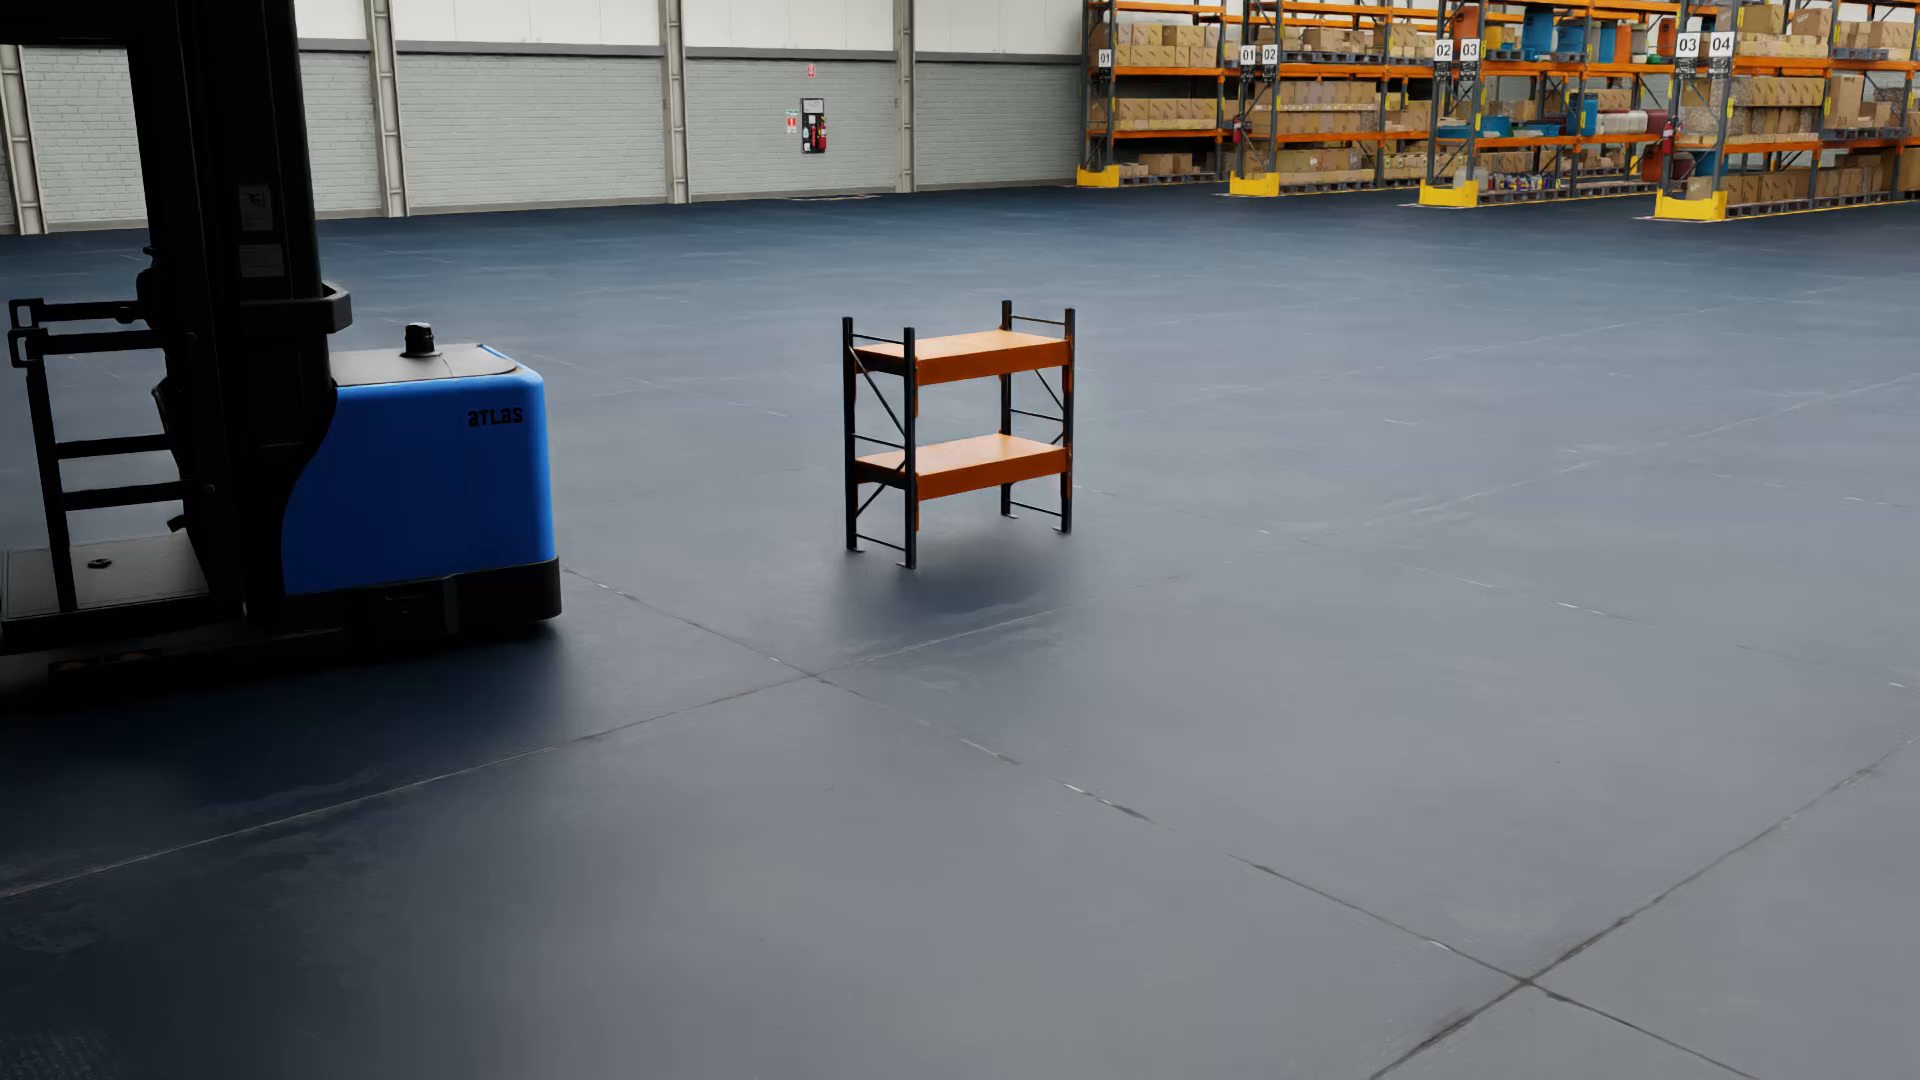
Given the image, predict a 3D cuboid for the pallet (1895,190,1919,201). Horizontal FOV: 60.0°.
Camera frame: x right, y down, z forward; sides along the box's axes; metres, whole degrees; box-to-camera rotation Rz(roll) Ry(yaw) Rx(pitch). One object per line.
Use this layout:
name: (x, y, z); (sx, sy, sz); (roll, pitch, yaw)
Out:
pallet: (19.751, -7.358, 35.386); (1.213, 0.211, 1.003); (-13, 19, -39)

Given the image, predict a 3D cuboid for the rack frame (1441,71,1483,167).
rack frame: (12.607, -10.515, 41.804); (0.127, 3.000, 1.000); (-13, 19, -39)

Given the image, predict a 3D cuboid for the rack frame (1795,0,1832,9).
rack frame: (21.890, -13.804, 42.491); (0.127, 3.000, 1.000); (-13, 19, -39)

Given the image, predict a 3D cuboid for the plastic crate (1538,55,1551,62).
plastic crate: (11.892, -9.844, 33.989); (0.396, 0.136, 0.243); (-13, 19, -39)

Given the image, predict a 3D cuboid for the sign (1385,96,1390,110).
sign: (9.954, -10.186, 38.741); (0.005, 0.325, 0.100); (-13, 19, -39)

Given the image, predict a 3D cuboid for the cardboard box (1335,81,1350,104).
cardboard box: (8.500, -10.266, 38.162); (0.500, 0.500, 0.700); (-13, 20, -39)

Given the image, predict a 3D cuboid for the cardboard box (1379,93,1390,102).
cardboard box: (11.793, -12.507, 46.998); (0.500, 0.250, 0.500); (-12, 19, -38)

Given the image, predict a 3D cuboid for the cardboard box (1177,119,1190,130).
cardboard box: (5.425, -10.428, 41.730); (0.500, 0.250, 0.500); (-13, 20, -40)

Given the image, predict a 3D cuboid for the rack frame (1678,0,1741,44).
rack frame: (13.072, -10.129, 28.733); (0.127, 3.000, 1.000); (-13, 19, -39)

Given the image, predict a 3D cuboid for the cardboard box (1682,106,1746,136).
cardboard box: (13.504, -7.511, 29.785); (0.500, 0.500, 0.875); (-13, 19, -39)

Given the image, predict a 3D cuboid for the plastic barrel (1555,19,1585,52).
plastic barrel: (13.079, -10.692, 35.683); (0.708, 0.901, 0.600); (-13, 19, -39)

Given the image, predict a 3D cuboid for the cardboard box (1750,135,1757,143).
cardboard box: (14.211, -7.277, 30.166); (0.250, 0.149, 0.380); (-13, 19, -39)

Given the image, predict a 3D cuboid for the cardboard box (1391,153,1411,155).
cardboard box: (10.854, -9.365, 40.926); (0.500, 0.311, 0.500); (-13, 20, -40)

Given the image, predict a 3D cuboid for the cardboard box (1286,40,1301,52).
cardboard box: (7.267, -11.054, 37.213); (0.500, 0.250, 0.500); (-13, 19, -39)

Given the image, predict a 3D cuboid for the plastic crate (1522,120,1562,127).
plastic crate: (12.359, -8.779, 35.423); (0.504, 0.338, 0.767); (-13, 19, -39)

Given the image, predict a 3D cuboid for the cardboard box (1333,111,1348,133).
cardboard box: (8.484, -9.635, 38.313); (0.500, 0.500, 0.700); (-12, 19, -39)

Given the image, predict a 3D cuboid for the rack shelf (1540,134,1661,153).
rack shelf: (14.347, -8.864, 37.016); (4.000, 0.370, 1.077); (-13, 19, -39)

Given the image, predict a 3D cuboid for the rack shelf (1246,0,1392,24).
rack shelf: (8.080, -11.856, 37.369); (4.000, 0.370, 1.077); (-13, 19, -39)

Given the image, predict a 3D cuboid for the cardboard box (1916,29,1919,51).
cardboard box: (19.519, -10.405, 34.566); (0.637, 0.503, 0.797); (-11, 19, -36)

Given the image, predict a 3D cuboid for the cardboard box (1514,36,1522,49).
cardboard box: (14.191, -12.644, 42.760); (0.600, 0.600, 0.600); (-14, 20, -41)

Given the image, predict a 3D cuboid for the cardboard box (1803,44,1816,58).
cardboard box: (15.516, -9.071, 30.874); (0.500, 0.250, 0.500); (-12, 19, -38)

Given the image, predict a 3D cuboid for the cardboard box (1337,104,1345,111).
cardboard box: (8.566, -9.897, 38.037); (0.250, 0.149, 0.380); (-12, 19, -38)

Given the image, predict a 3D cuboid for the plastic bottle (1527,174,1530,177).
plastic bottle: (12.310, -7.798, 36.067); (0.097, 0.271, 0.097); (0, 15, 0)

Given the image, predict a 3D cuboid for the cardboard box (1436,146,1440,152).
cardboard box: (13.771, -11.429, 49.257); (0.500, 0.500, 0.700); (-12, 19, -38)

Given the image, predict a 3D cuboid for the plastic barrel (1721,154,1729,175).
plastic barrel: (18.451, -9.328, 40.612); (0.708, 0.901, 0.600); (-13, 19, -39)

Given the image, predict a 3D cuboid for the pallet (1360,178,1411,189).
pallet: (10.119, -8.623, 40.122); (1.213, 0.211, 1.003); (-13, 19, -39)

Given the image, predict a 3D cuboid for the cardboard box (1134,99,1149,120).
cardboard box: (4.254, -10.527, 40.648); (0.500, 0.500, 0.500); (-13, 19, -39)

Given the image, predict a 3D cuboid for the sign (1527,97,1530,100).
sign: (15.262, -11.715, 44.619); (0.005, 0.325, 0.100); (-13, 19, -39)

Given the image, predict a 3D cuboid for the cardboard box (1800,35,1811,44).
cardboard box: (15.448, -9.228, 30.690); (0.250, 0.149, 0.380); (-13, 20, -41)

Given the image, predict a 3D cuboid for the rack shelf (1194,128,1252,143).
rack shelf: (7.843, -10.793, 44.236); (4.000, 0.370, 1.077); (-13, 19, -39)

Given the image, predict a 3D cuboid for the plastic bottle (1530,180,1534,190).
plastic bottle: (11.956, -7.429, 34.819); (0.097, 0.201, 0.097); (0, 15, 0)

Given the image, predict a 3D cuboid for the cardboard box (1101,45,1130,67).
cardboard box: (3.733, -11.639, 39.965); (0.500, 0.500, 0.500); (-12, 19, -38)

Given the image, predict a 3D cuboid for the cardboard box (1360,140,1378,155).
cardboard box: (11.296, -11.034, 47.099); (0.750, 0.750, 0.750); (-12, 19, -38)

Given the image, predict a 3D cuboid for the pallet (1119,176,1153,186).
pallet: (4.010, -8.920, 41.236); (1.213, 0.211, 1.003); (-13, 19, -39)

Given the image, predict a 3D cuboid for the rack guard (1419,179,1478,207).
rack guard: (9.847, -7.009, 33.523); (0.348, 0.500, 1.175); (-13, 19, -39)

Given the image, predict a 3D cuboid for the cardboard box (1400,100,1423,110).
cardboard box: (12.789, -12.390, 48.242); (0.700, 0.700, 0.980); (-12, 19, -39)

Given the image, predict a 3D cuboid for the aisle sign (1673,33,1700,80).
aisle sign: (12.828, -8.535, 29.352); (0.004, 0.787, 0.394); (-13, 19, -39)

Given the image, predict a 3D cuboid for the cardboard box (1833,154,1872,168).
cardboard box: (18.227, -7.742, 33.960); (0.500, 0.250, 0.500); (-10, 18, -33)

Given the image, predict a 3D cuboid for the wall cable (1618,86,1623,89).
wall cable: (19.888, -15.121, 53.438); (0.112, 2.526, 3.097); (-13, 19, -39)

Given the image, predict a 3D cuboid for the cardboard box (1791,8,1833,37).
cardboard box: (15.917, -9.665, 31.070); (0.500, 0.500, 0.500); (-13, 20, -41)

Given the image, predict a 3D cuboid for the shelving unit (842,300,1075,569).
shelving unit: (0.005, -0.545, 8.109); (1.048, 1.125, 0.538); (-13, 19, -39)

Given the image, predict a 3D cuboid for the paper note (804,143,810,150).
paper note: (-3.317, -8.541, 36.119); (0.142, 0.148, 0.016); (-13, 19, -39)

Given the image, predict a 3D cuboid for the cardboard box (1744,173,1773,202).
cardboard box: (14.917, -6.625, 31.269); (0.500, 0.500, 0.500); (14, 20, 42)

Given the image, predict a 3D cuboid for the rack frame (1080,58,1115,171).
rack frame: (3.317, -10.124, 40.338); (0.127, 3.000, 1.000); (-13, 19, -39)

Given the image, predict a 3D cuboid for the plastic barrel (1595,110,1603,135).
plastic barrel: (13.703, -9.058, 36.084); (0.433, 0.535, 0.433); (0, 15, 0)

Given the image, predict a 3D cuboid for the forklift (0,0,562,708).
forklift: (-3.183, -0.966, 6.185); (3.031, 2.935, 1.130); (-8, 17, -28)

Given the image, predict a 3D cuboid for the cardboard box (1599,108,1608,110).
cardboard box: (17.333, -11.533, 45.419); (0.500, 0.500, 0.500); (-13, 20, -40)

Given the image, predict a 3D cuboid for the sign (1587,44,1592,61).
sign: (13.191, -10.217, 34.858); (0.005, 0.325, 0.100); (-13, 19, -39)
